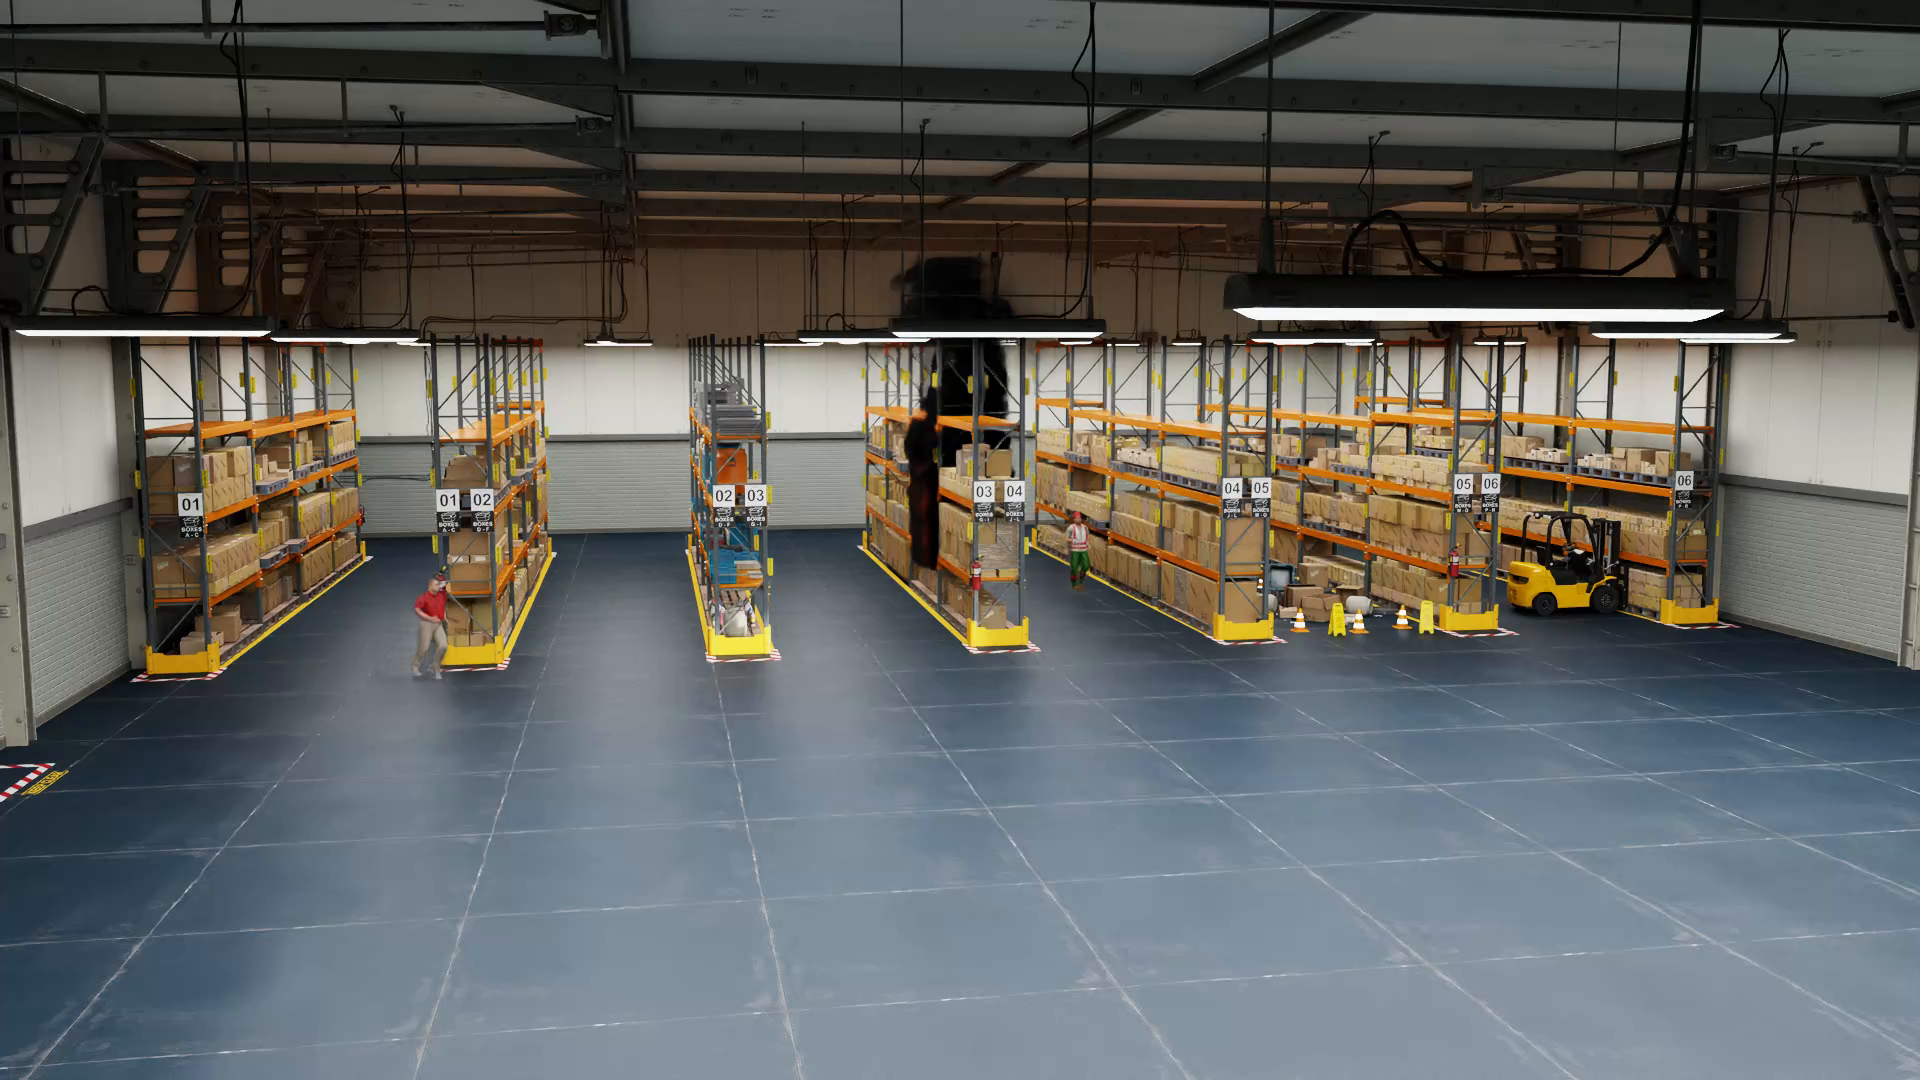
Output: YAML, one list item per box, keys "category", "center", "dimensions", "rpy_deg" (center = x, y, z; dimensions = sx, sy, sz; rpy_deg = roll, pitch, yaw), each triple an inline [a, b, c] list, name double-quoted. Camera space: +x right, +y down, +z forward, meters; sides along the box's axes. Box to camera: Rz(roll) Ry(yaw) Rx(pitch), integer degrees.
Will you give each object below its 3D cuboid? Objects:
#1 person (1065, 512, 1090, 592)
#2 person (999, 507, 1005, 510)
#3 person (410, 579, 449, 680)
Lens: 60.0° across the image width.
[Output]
- category: "person"
  center: [2.699, 0.284, 37.418]
  dimensions: [0.638, 1.821, 0.617]
  rpy_deg: [-2, 7, -16]
- category: "person"
  center: [1.188, -0.732, 49.288]
  dimensions: [0.813, 1.668, 0.677]
  rpy_deg: [5, 8, 37]
- category: "person"
  center: [-9.228, 1.564, 29.092]
  dimensions: [0.671, 1.772, 0.726]
  rpy_deg: [4, 8, 34]
